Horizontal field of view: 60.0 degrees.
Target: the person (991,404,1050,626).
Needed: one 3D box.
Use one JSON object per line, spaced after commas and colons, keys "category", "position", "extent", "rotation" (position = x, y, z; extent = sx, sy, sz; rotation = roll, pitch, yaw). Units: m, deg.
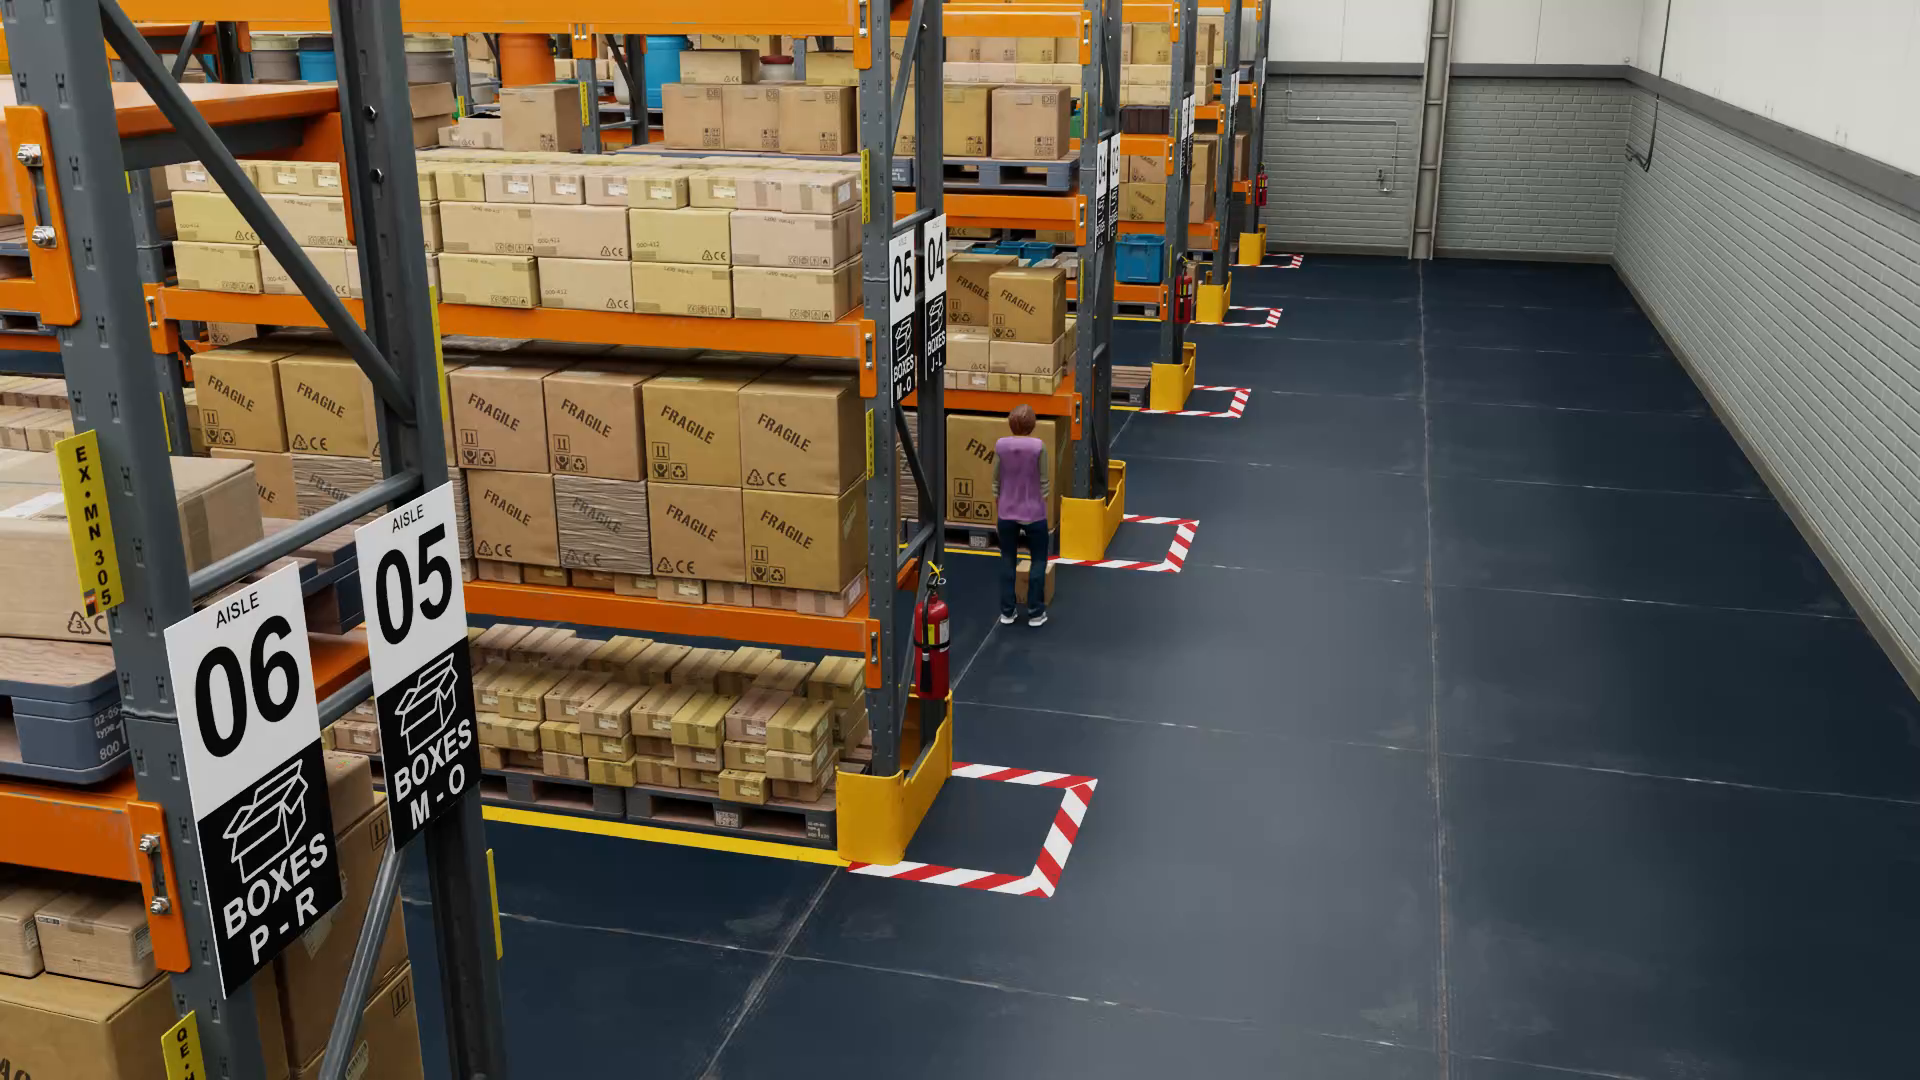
{"category": "person", "position": [0.417, -0.158, 11.616], "extent": [0.417, 1.562, 0.341], "rotation": [5, 19, 15]}
